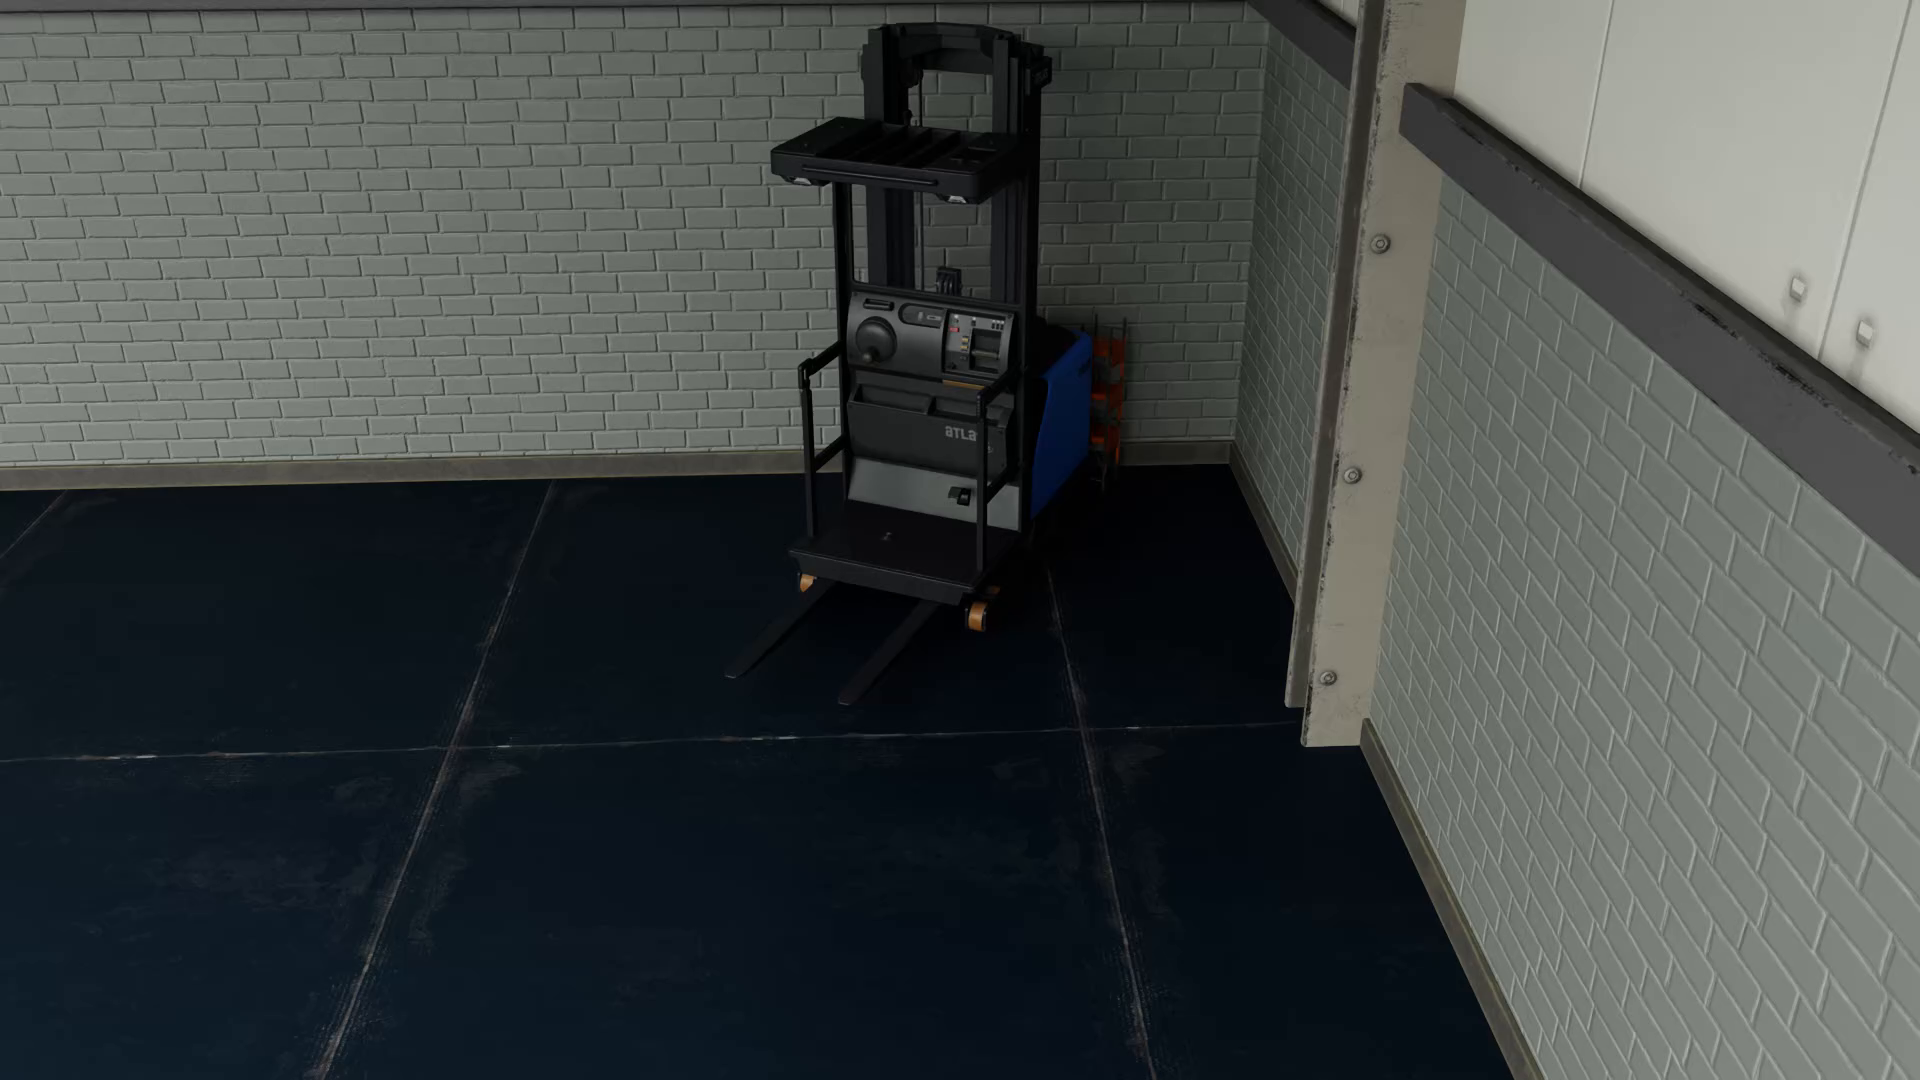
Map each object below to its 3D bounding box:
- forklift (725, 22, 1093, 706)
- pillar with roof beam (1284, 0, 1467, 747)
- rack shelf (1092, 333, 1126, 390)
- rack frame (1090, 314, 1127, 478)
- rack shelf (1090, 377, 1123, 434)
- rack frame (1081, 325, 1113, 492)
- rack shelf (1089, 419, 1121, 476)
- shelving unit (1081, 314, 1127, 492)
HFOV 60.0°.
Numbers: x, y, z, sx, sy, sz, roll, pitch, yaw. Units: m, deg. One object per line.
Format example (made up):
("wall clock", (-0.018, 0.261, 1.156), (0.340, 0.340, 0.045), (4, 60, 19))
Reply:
("forklift", (-0.241, -1.034, 8.563), (1.130, 2.935, 3.031), (11, 29, 20))
("pillar with roof beam", (-2.532, -3.003, 5.776), (9.100, 9.000, 0.400), (-1, 28, -3))
("rack shelf", (0.861, -1.084, 10.092), (0.215, 0.259, 0.240), (11, 27, 21))
("rack frame", (0.908, -0.884, 10.309), (0.200, 1.050, 0.008), (11, 27, 21))
("rack shelf", (0.858, -0.828, 10.213), (0.215, 0.259, 0.240), (11, 27, 21))
("rack frame", (0.808, -0.790, 10.107), (0.200, 1.050, 0.008), (11, 27, 21))
("rack shelf", (0.854, -0.576, 10.331), (0.215, 0.259, 0.240), (11, 27, 21))
("shelving unit", (0.858, -0.837, 10.208), (0.215, 1.050, 0.252), (11, 27, 21))
